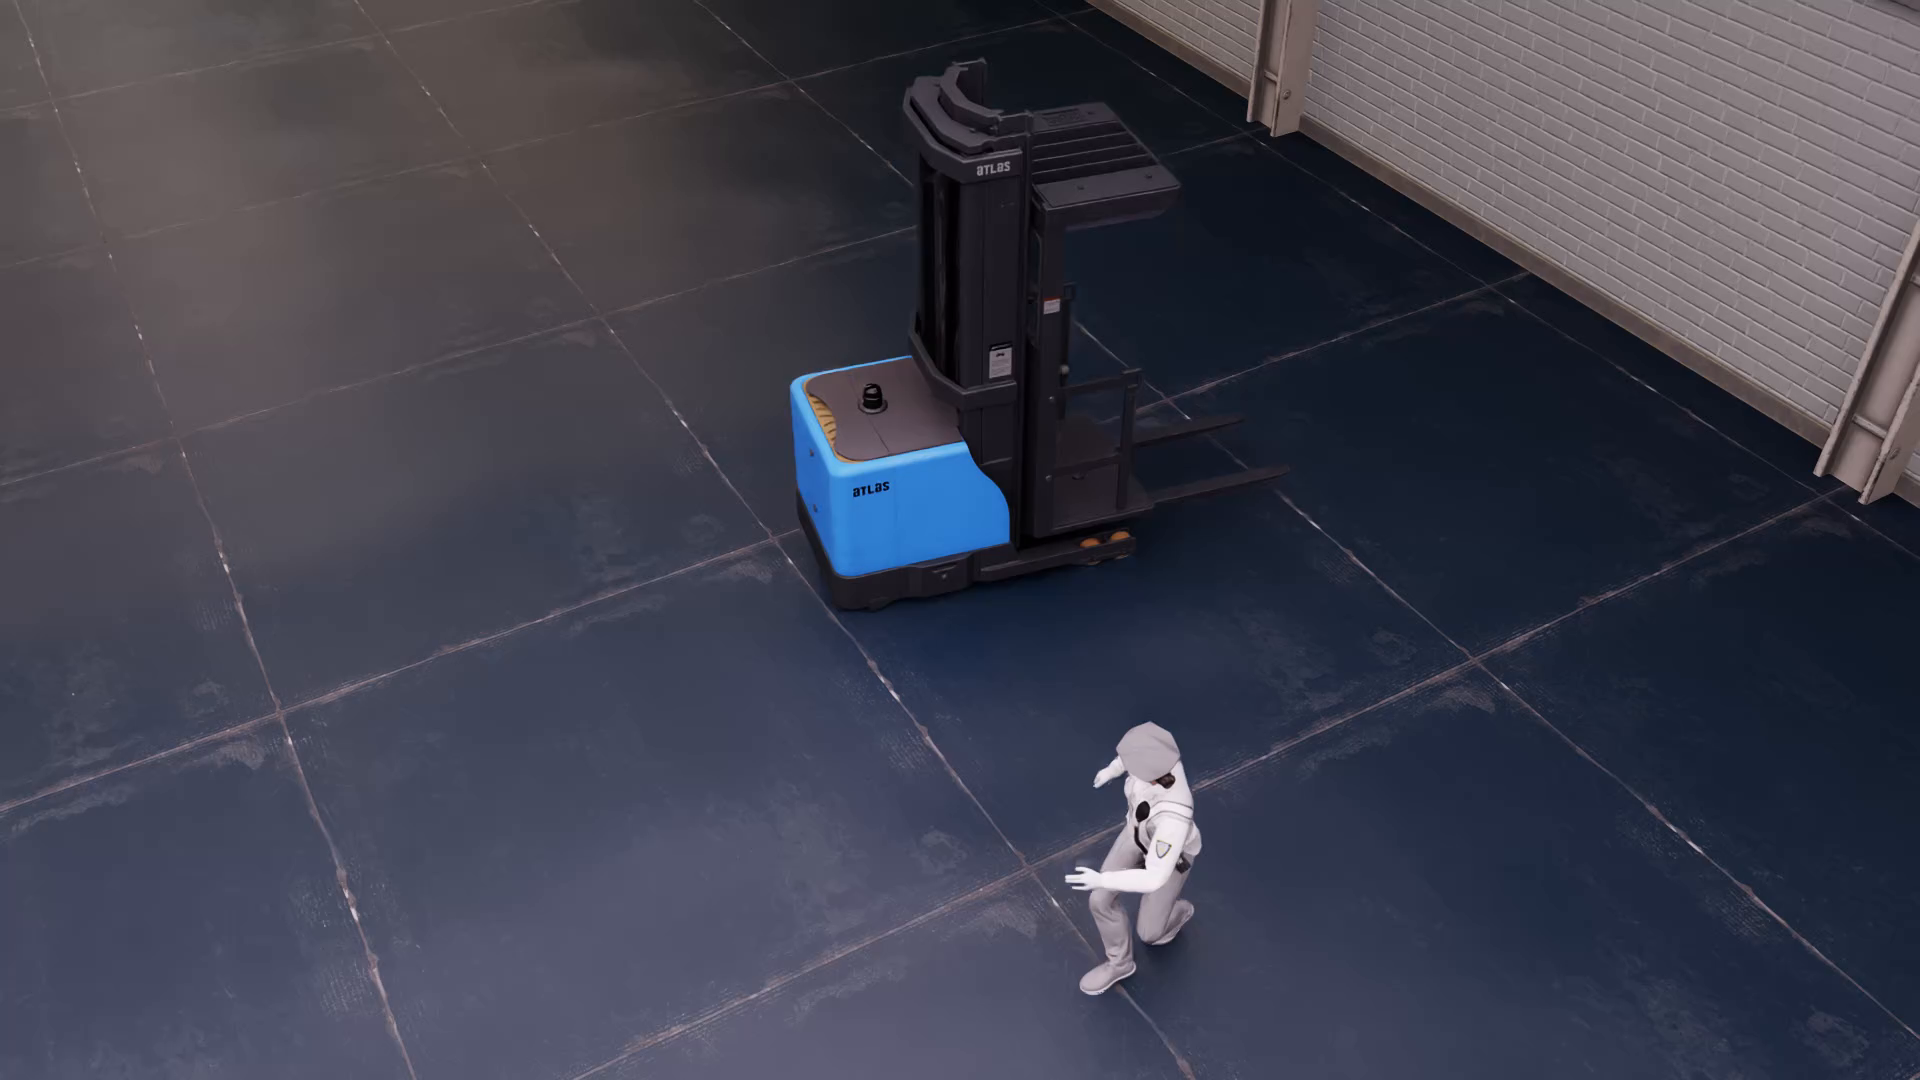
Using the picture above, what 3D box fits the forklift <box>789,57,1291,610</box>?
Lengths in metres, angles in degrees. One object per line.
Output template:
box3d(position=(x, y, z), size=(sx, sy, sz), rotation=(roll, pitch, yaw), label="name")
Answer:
box3d(position=(0.554, -1.280, 9.580), size=(3.031, 2.935, 1.130), rotation=(-12, 41, -15), label="forklift")

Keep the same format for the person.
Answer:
box3d(position=(0.739, 1.369, 7.480), size=(0.791, 1.552, 0.815), rotation=(-18, 43, -21), label="person")
